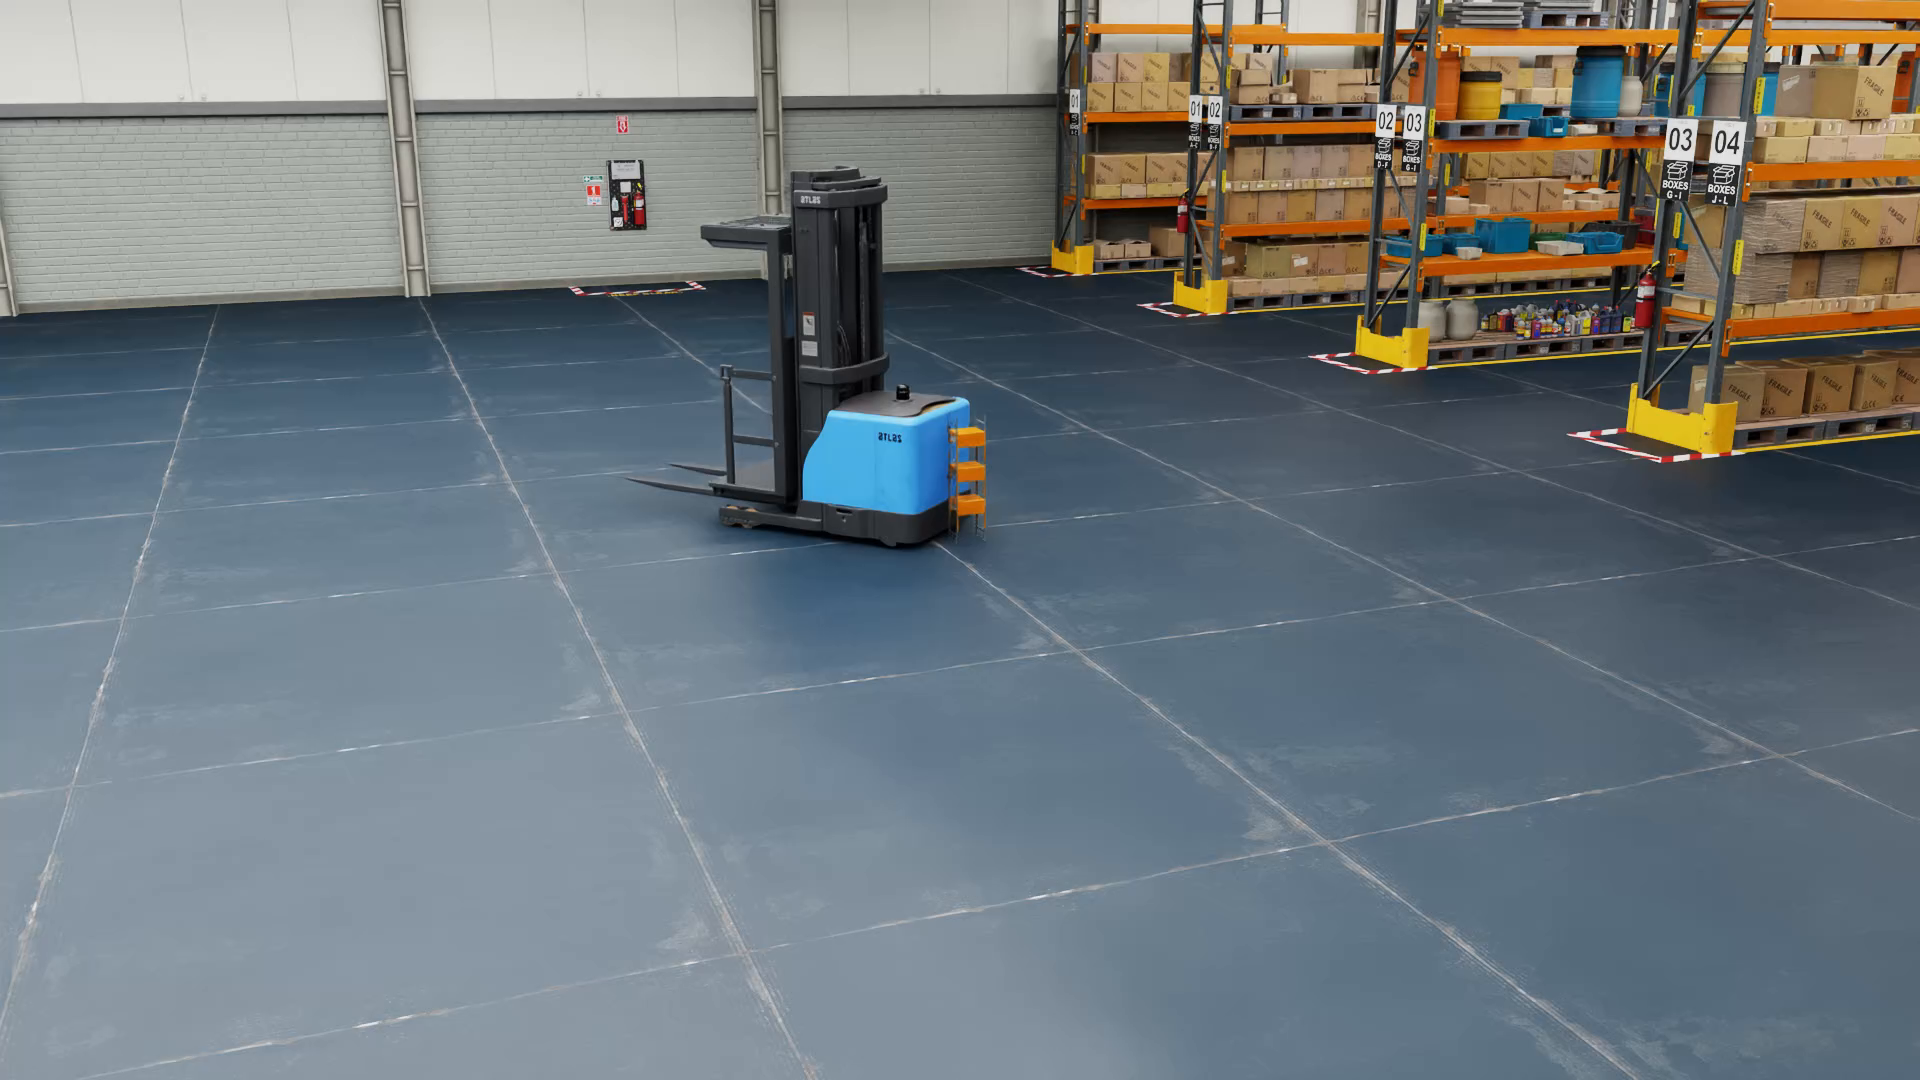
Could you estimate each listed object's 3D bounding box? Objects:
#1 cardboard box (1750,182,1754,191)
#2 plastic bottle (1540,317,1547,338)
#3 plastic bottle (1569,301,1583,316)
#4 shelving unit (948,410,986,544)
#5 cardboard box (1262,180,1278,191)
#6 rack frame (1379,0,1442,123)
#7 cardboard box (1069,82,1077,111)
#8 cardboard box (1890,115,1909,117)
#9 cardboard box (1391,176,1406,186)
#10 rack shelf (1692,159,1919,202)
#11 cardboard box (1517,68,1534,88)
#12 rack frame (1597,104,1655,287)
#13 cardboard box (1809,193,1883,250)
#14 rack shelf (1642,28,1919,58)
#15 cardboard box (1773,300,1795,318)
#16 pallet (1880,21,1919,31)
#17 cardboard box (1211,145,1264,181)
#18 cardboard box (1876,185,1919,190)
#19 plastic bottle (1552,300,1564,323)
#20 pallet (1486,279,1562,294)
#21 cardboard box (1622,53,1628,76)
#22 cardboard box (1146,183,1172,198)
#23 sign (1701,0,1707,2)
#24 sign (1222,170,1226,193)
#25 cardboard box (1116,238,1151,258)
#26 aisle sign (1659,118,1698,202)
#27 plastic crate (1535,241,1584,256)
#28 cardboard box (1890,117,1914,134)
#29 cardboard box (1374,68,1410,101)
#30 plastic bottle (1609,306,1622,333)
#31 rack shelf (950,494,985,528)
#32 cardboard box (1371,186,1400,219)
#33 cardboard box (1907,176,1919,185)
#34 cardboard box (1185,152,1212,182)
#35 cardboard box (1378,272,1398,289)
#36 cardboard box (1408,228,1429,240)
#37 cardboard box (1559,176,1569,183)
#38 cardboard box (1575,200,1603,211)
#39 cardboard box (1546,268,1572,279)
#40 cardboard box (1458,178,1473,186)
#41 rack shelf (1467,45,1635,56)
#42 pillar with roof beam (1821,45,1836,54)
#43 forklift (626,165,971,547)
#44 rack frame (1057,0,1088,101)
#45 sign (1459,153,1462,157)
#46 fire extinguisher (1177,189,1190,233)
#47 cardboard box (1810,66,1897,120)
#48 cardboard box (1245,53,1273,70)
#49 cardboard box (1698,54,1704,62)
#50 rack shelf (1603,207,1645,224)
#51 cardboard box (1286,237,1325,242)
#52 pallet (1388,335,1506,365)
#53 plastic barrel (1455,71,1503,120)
[{"bbox_3d":[13.330,-6.322,28.879,0.500,0.500,0.700,-11,20,-34],"label":"cardboard box"},{"bbox_3d":[7.645,-2.790,21.838,0.097,0.271,0.097,0,16,0],"label":"plastic bottle"},{"bbox_3d":[8.405,-3.086,22.705,0.185,0.351,0.144,-6,17,-20],"label":"plastic bottle"},{"bbox_3d":[0.055,-0.509,13.466,0.252,1.050,0.215,-6,17,-20],"label":"shelving unit"},{"bbox_3d":[4.674,-5.451,25.508,0.250,0.149,0.380,-6,17,-20],"label":"cardboard box"},{"bbox_3d":[5.521,-6.631,20.209,0.127,3.000,1.000,-6,17,-20],"label":"rack frame"},{"bbox_3d":[2.275,-7.965,29.861,0.500,0.500,0.500,-5,17,-16],"label":"cardboard box"},{"bbox_3d":[9.636,-4.353,17.334,0.250,0.149,0.380,-7,18,-21],"label":"cardboard box"},{"bbox_3d":[6.835,-5.684,26.301,0.250,0.149,0.380,-7,18,-22],"label":"cardboard box"},{"bbox_3d":[9.161,-3.746,16.982,4.000,0.370,1.077,-6,17,-20],"label":"rack shelf"},{"bbox_3d":[10.876,-9.048,32.804,0.500,0.500,0.700,-5,17,-17],"label":"cardboard box"},{"bbox_3d":[11.222,-5.863,28.240,0.127,3.000,1.000,-6,17,-20],"label":"rack frame"},{"bbox_3d":[8.840,-3.203,16.703,0.500,0.500,0.500,-6,17,-20],"label":"cardboard box"},{"bbox_3d":[11.124,-6.699,22.427,4.000,0.370,1.077,-6,17,-20],"label":"rack shelf"},{"bbox_3d":[8.124,-2.337,16.678,0.250,0.149,0.380,-6,17,-20],"label":"cardboard box"},{"bbox_3d":[13.676,-7.220,23.259,1.003,0.211,1.213,-6,17,-20],"label":"pallet"},{"bbox_3d":[4.242,-5.776,25.464,0.500,0.500,0.700,-6,17,-20],"label":"cardboard box"},{"bbox_3d":[10.051,-3.494,17.694,0.500,0.500,0.500,-6,17,-20],"label":"cardboard box"},{"bbox_3d":[8.178,-3.105,22.769,0.185,0.351,0.144,-7,18,-22],"label":"plastic bottle"},{"bbox_3d":[9.302,-4.331,27.970,1.213,0.211,1.003,-6,17,-20],"label":"pallet"},{"bbox_3d":[13.750,-9.678,33.919,0.500,0.500,0.500,-6,18,-20],"label":"cardboard box"},{"bbox_3d":[3.503,-6.369,30.193,0.500,0.250,0.500,-6,18,-21],"label":"cardboard box"},{"bbox_3d":[9.443,-6.789,21.115,0.005,0.325,0.100,-6,17,-20],"label":"sign"},{"bbox_3d":[3.945,-5.363,24.861,0.005,0.325,0.100,-6,17,-20],"label":"sign"},{"bbox_3d":[3.186,-5.384,30.600,0.500,0.311,0.500,-5,17,-15],"label":"cardboard box"},{"bbox_3d":[7.128,-3.770,16.498,0.004,0.787,0.394,-6,17,-20],"label":"aisle sign"},{"bbox_3d":[7.830,-3.799,21.681,0.437,0.136,0.530,-6,17,-20],"label":"plastic crate"},{"bbox_3d":[9.316,-4.165,16.691,0.250,0.149,0.380,-7,18,-22],"label":"cardboard box"},{"bbox_3d":[6.922,-7.234,26.415,0.500,0.500,0.500,-5,17,-16],"label":"cardboard box"},{"bbox_3d":[8.758,-2.956,22.260,0.185,0.351,0.144,-7,18,-22],"label":"plastic bottle"},{"bbox_3d":[0.056,-0.232,13.546,0.240,0.259,0.215,-6,17,-20],"label":"rack shelf"},{"bbox_3d":[6.585,-5.407,26.508,0.500,0.500,0.700,-6,18,-21],"label":"cardboard box"},{"bbox_3d":[16.950,-6.448,30.055,0.500,0.500,0.500,-6,18,-21],"label":"cardboard box"},{"bbox_3d":[4.442,-6.831,30.438,0.500,0.500,0.500,-7,18,-22],"label":"cardboard box"},{"bbox_3d":[6.662,-4.190,26.678,0.500,0.250,0.500,-6,17,-20],"label":"cardboard box"},{"bbox_3d":[8.793,-6.092,32.674,0.500,0.500,0.700,-6,17,-19],"label":"cardboard box"},{"bbox_3d":[12.004,-7.255,33.389,0.250,0.149,0.380,-6,17,-20],"label":"cardboard box"},{"bbox_3d":[10.481,-5.579,27.720,0.250,0.149,0.380,-6,17,-20],"label":"cardboard box"},{"bbox_3d":[9.867,-4.525,27.819,0.500,0.250,0.500,-6,17,-19],"label":"cardboard box"},{"bbox_3d":[9.836,-7.027,32.616,0.250,0.149,0.380,-6,18,-21],"label":"cardboard box"},{"bbox_3d":[11.314,-9.709,32.677,4.000,0.370,1.077,-6,17,-20],"label":"rack shelf"},{"bbox_3d":[20.669,-10.218,32.424,0.400,9.000,9.100,-6,17,-20],"label":"pillar with roof beam"},{"bbox_3d":[-1.454,-1.624,13.928,3.031,2.935,1.130,8,18,26],"label":"forklift"},{"bbox_3d":[1.976,-9.238,29.086,0.127,3.000,1.000,-6,17,-20],"label":"rack frame"},{"bbox_3d":[9.649,-7.542,32.043,0.005,0.325,0.100,-6,17,-20],"label":"sign"},{"bbox_3d":[3.475,-5.130,25.880,0.183,0.674,0.296,-6,17,-20],"label":"fire extinguisher"},{"bbox_3d":[8.776,-4.398,16.336,0.500,0.500,0.500,-6,17,-20],"label":"cardboard box"},{"bbox_3d":[5.340,-8.618,30.309,0.500,0.500,0.500,-8,18,-25],"label":"cardboard box"},{"bbox_3d":[12.108,-7.924,27.982,0.500,0.500,0.500,-6,17,-20],"label":"cardboard box"},{"bbox_3d":[13.090,-5.720,29.028,4.000,0.370,1.077,-6,17,-20],"label":"rack shelf"},{"bbox_3d":[5.542,-4.586,26.694,0.500,0.500,0.500,-6,17,-20],"label":"cardboard box"},{"bbox_3d":[6.335,-2.516,21.790,1.213,0.211,1.003,-6,17,-20],"label":"pallet"},{"bbox_3d":[6.540,-5.632,21.051,0.600,0.588,0.600,0,16,0],"label":"plastic barrel"}]
